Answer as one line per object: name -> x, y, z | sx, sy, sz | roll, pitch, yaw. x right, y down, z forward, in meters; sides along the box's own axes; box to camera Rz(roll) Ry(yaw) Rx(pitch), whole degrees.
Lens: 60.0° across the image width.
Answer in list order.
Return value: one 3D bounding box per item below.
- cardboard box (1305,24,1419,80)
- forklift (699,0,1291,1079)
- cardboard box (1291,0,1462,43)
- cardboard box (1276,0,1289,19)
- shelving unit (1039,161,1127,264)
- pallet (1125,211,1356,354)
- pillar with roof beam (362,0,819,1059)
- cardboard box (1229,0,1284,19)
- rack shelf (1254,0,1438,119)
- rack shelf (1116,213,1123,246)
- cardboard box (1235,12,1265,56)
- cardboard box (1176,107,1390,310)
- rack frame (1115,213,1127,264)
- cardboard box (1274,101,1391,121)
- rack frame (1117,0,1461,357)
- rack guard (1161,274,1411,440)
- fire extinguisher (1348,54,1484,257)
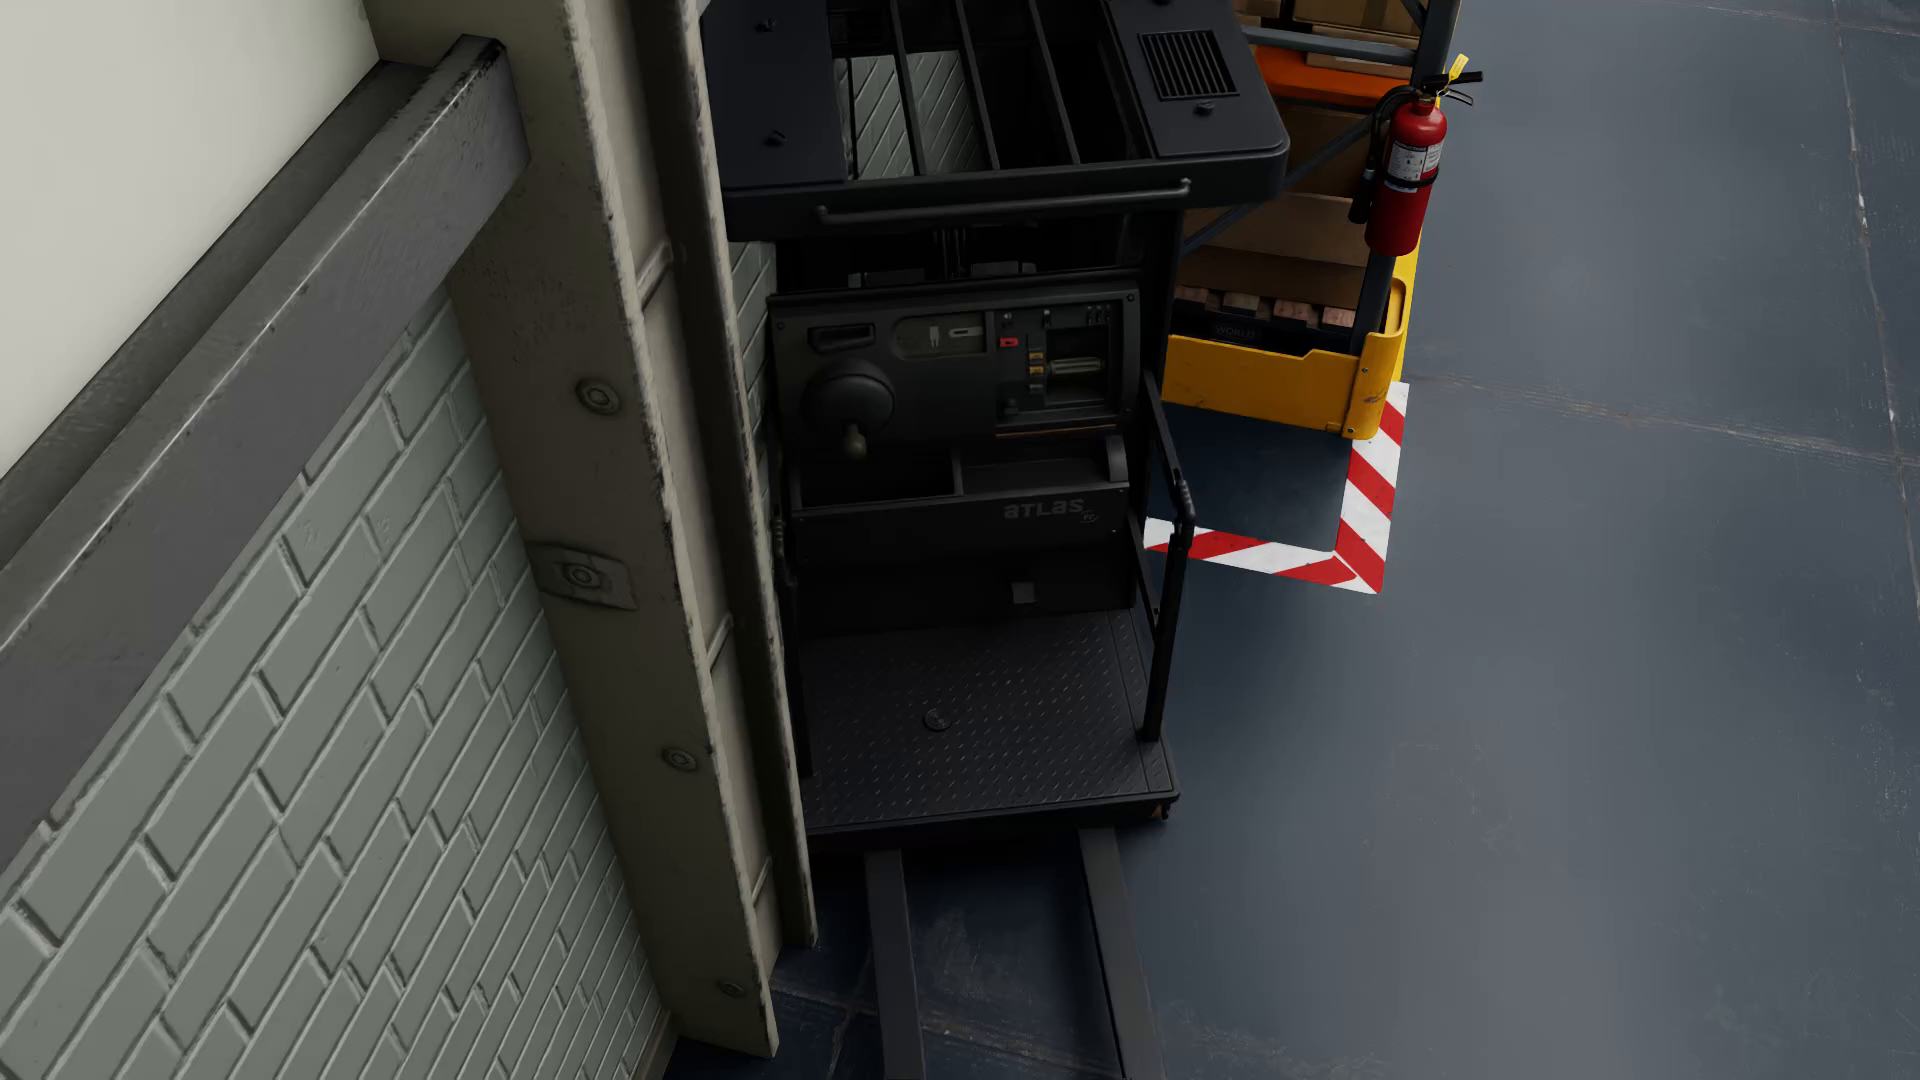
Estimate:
cardboard box -> 1.327, -1.631, 5.356 | 0.380, 0.149, 0.250 | 11, 50, 10
forklift -> 0.024, -0.325, 4.082 | 1.130, 2.935, 3.031 | -5, 49, -5
cardboard box -> 1.355, -1.854, 5.287 | 0.500, 0.250, 0.500 | 12, 50, 10
cardboard box -> 0.930, -1.911, 5.604 | 0.380, 0.149, 0.250 | 13, 50, 11
shelving unit -> 0.378, -0.905, 5.834 | 0.252, 1.050, 0.215 | 34, 53, 23
pallet -> 1.205, -1.239, 6.703 | 1.003, 0.211, 1.213 | 12, 50, 10
pillar with roof beam -> 3.550, -0.894, 0.537 | 9.100, 9.000, 0.400 | 12, 50, 10
cardboard box -> 0.841, -1.964, 5.385 | 0.500, 0.250, 0.500 | 13, 50, 11
rack shelf -> 1.502, -2.739, 6.647 | 1.077, 0.370, 4.000 | 12, 50, 10
rack shelf -> 0.402, -1.089, 5.634 | 0.240, 0.259, 0.215 | 34, 53, 23
cardboard box -> 0.804, -1.740, 5.453 | 0.380, 0.149, 0.250 | 11, 50, 10
cardboard box -> 1.228, -1.267, 6.252 | 0.797, 0.503, 0.637 | 10, 49, 9
rack frame -> 0.470, -0.841, 5.787 | 0.008, 1.050, 0.200 | 34, 53, 23
cardboard box -> 1.491, -1.877, 6.793 | 0.700, 0.500, 0.500 | 13, 50, 12
rack frame -> 0.976, -1.530, 5.100 | 1.000, 3.000, 0.127 | 12, 50, 10
rack guard -> 0.996, -0.758, 6.086 | 1.175, 0.500, 0.348 | 12, 50, 10
fire extinguisher -> 1.383, -1.184, 5.094 | 0.296, 0.674, 0.183 | 12, 50, 10
